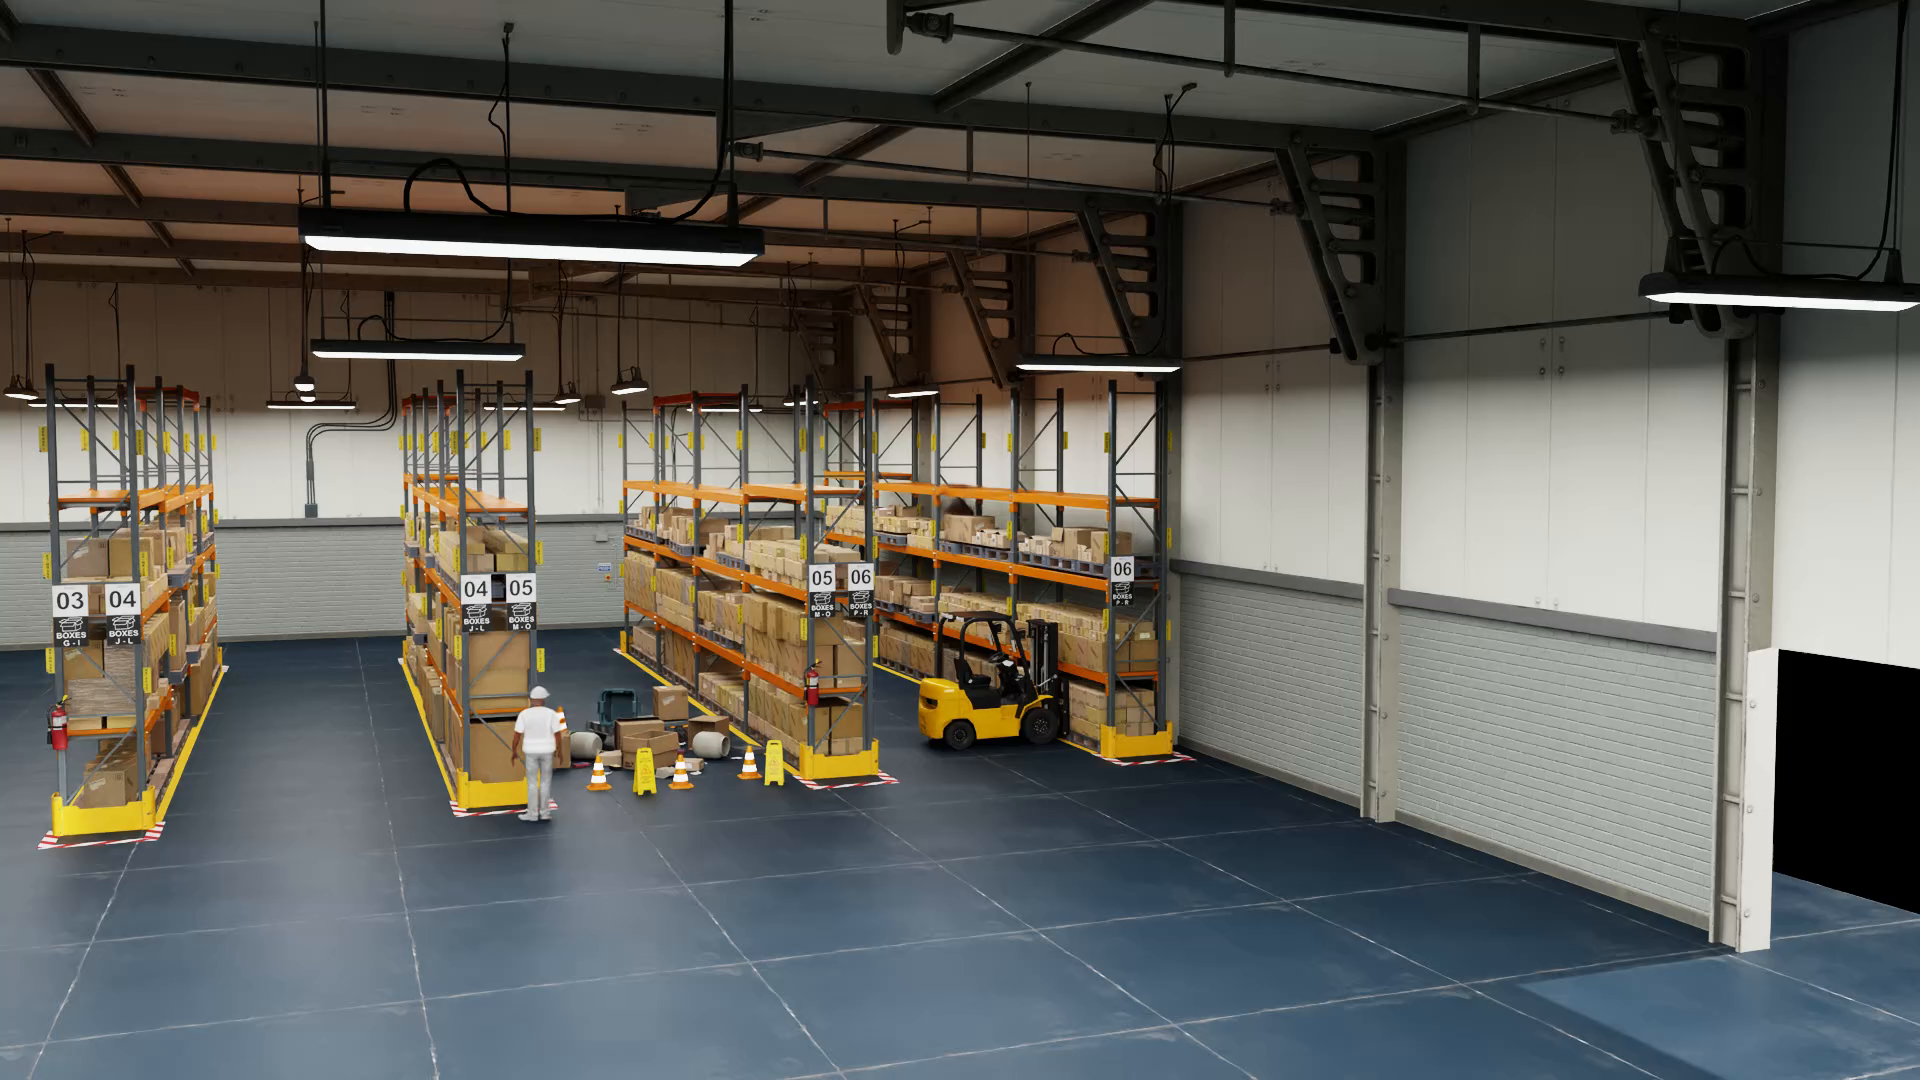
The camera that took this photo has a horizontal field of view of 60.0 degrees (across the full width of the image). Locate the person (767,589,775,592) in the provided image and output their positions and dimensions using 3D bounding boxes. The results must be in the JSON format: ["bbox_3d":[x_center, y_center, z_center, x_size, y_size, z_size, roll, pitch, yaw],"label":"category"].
[{"bbox_3d":[-5.001,1.660,43.037,0.548,1.621,0.930,1,3,11],"label":"person"}]

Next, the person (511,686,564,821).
[{"bbox_3d":[-5.605,2.837,22.030,0.685,1.796,0.385,-1,3,-10],"label":"person"}]

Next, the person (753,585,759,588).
[{"bbox_3d":[-4.675,1.890,38.233,0.462,1.806,0.616,-2,4,-28],"label":"person"}]
